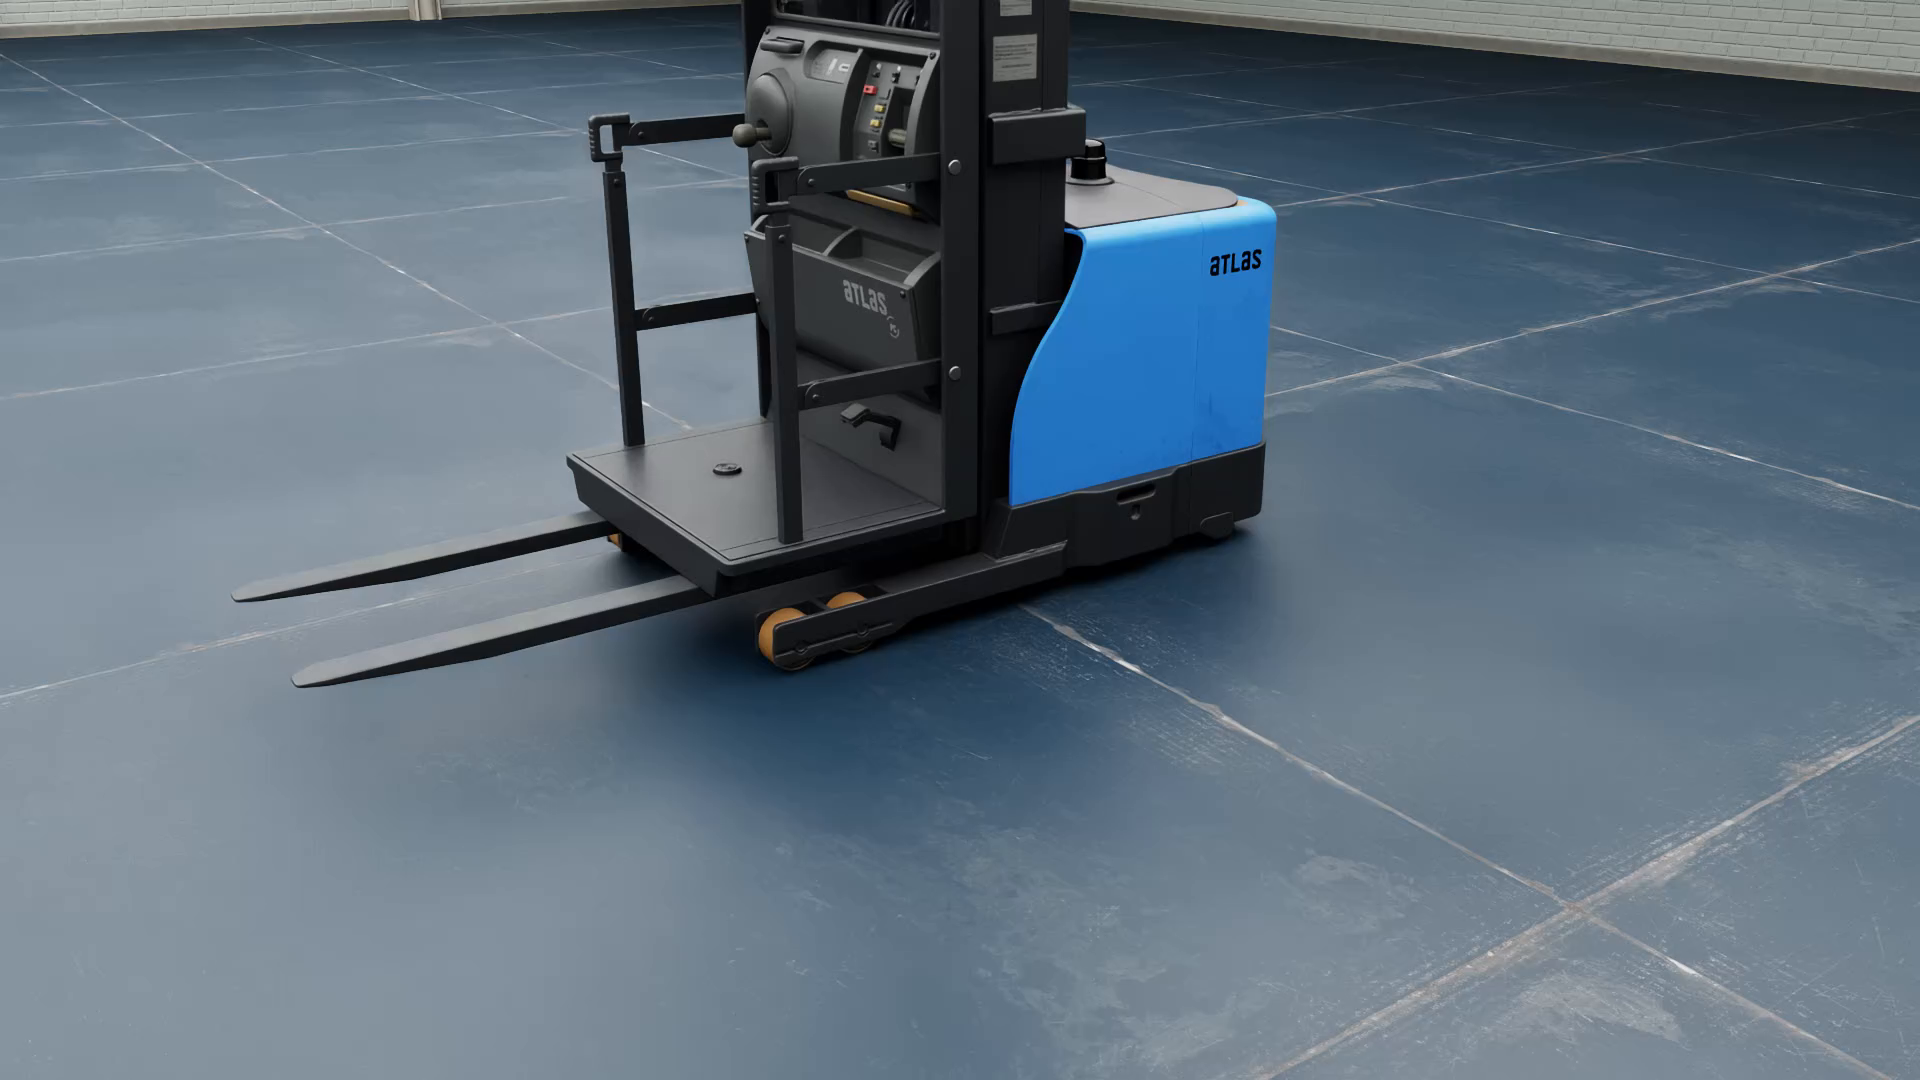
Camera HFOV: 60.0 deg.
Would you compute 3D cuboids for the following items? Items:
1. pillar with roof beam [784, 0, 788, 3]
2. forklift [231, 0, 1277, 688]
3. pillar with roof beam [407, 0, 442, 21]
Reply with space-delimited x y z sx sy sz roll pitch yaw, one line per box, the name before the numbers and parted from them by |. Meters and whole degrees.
pillar with roof beam | -0.664 -12.029 23.400 0.400 9.000 9.100 -15 26 -33
forklift | -0.513 -1.229 4.523 3.031 2.935 1.130 -14 26 -32
pillar with roof beam | -5.535 -10.730 20.145 0.400 9.000 9.100 -15 26 -33
